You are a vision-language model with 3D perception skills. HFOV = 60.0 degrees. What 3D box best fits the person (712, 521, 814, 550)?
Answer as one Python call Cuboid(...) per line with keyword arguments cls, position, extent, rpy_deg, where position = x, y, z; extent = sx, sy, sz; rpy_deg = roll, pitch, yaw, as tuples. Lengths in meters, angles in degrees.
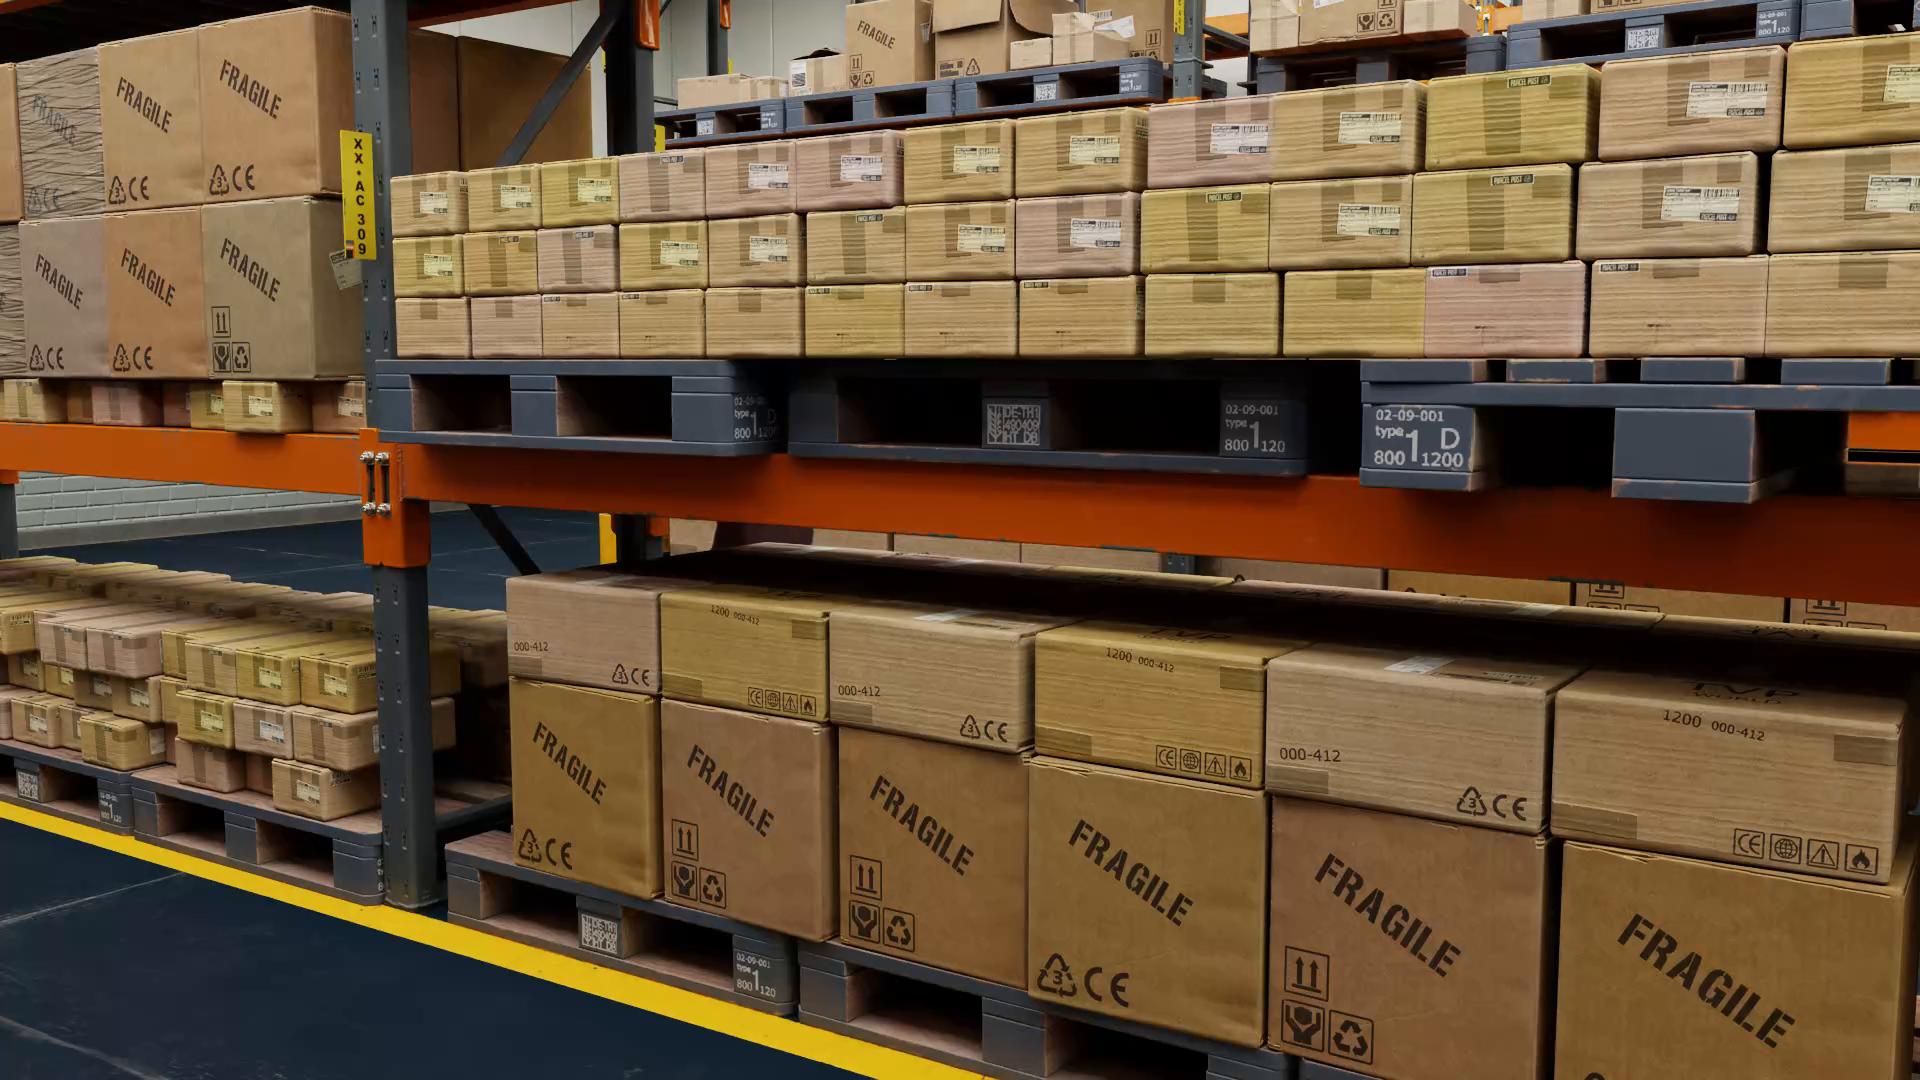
Cuboid(cls="person", position=(-0.834, -0.067, 6.386), extent=(0.554, 1.773, 0.528), rpy_deg=(3, 7, 23))
